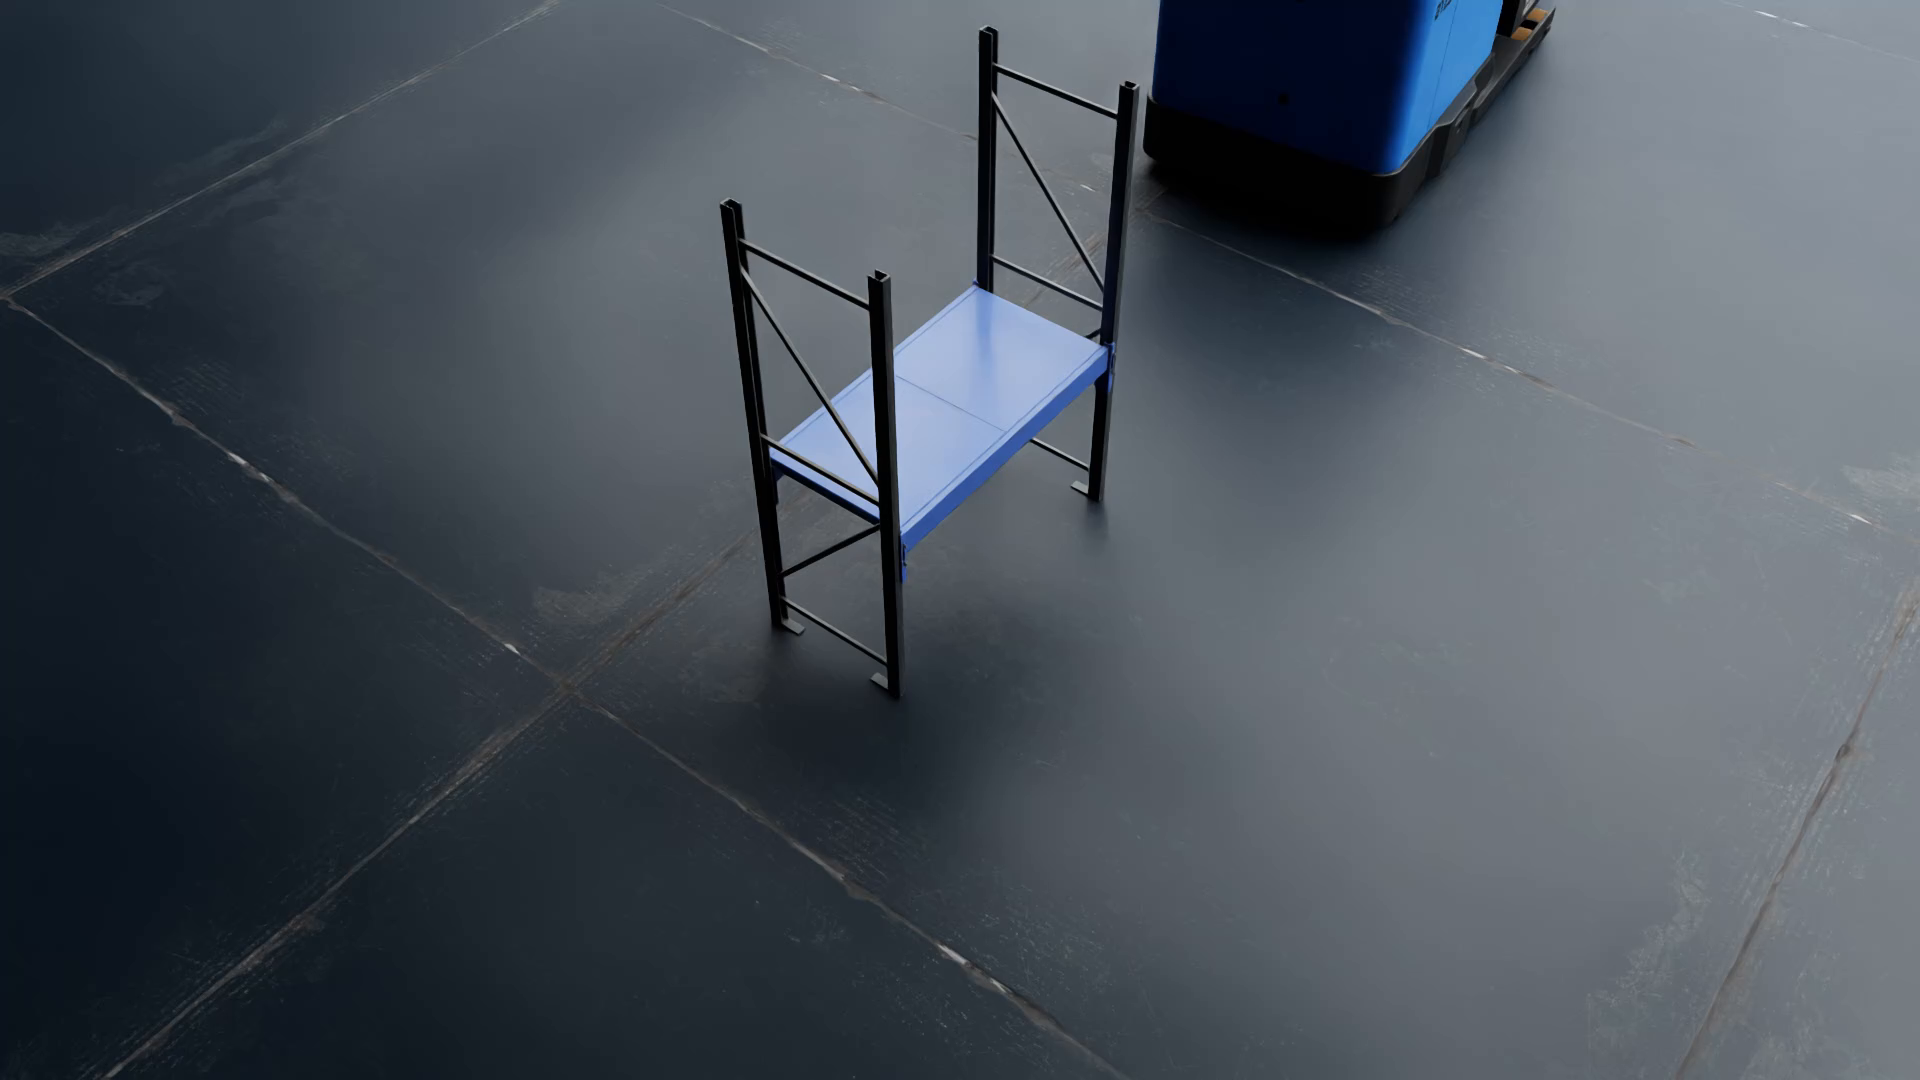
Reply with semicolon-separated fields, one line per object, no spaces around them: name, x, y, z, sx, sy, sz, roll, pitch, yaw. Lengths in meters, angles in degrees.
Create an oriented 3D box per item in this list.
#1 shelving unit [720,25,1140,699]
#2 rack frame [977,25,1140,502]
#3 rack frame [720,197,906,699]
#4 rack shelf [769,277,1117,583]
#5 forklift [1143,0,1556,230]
shelving unit;-0.052;-0.469;4.661;0.538;1.500;1.048;29;53;25
rack frame;0.259;-0.760;4.939;0.500;1.500;0.032;29;53;25
rack frame;-0.363;-0.178;4.383;0.500;1.500;0.032;29;53;25
rack shelf;-0.052;-0.345;4.791;0.538;0.185;1.000;29;53;25
forklift;1.945;-3.229;6.308;1.130;2.935;3.031;25;51;22
